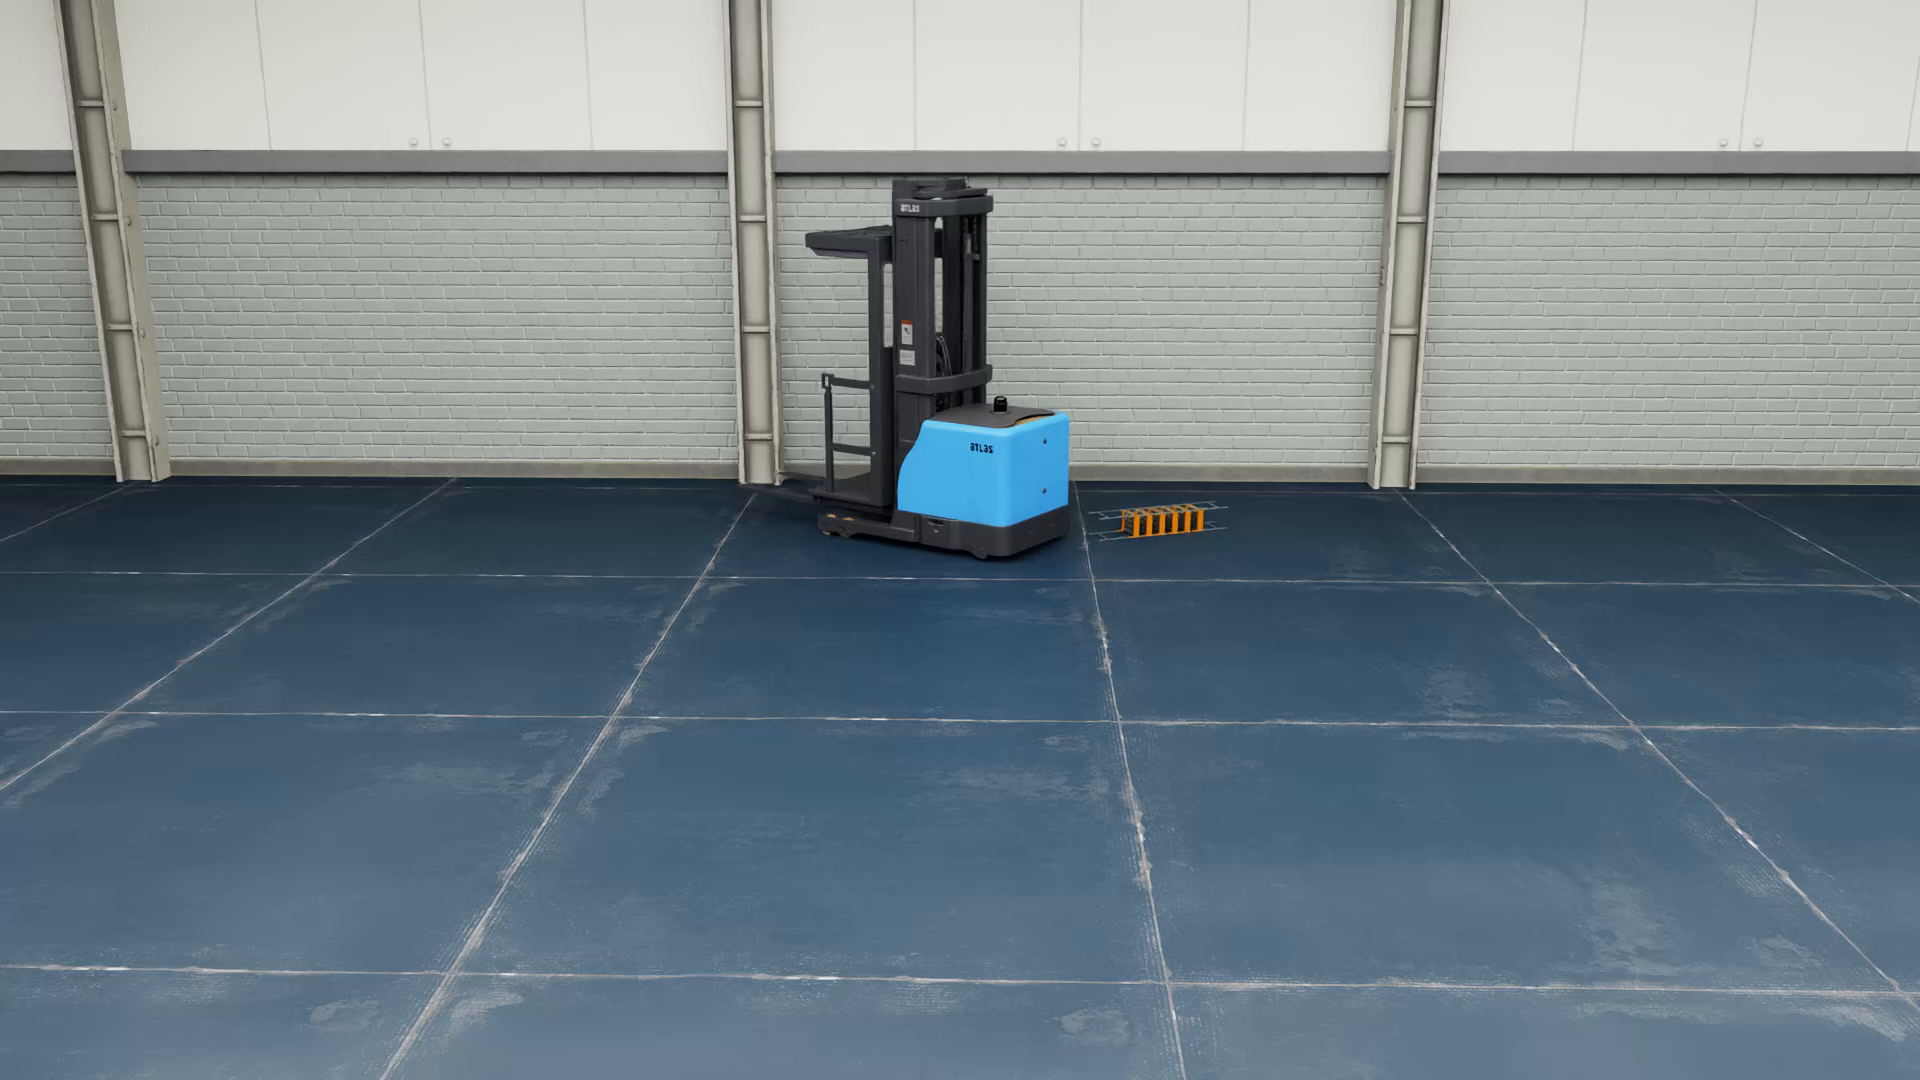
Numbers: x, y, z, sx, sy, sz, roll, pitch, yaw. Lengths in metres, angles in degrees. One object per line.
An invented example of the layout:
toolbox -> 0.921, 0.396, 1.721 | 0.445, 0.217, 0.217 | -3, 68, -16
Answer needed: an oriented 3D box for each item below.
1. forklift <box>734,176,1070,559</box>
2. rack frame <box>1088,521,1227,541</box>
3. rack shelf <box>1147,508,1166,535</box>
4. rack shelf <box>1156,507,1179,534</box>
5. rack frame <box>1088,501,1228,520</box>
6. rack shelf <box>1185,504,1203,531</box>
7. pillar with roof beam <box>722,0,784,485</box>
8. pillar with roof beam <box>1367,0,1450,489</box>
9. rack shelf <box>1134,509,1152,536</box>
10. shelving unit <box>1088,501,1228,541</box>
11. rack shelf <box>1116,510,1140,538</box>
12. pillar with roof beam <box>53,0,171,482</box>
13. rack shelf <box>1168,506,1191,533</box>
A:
forklift -> -0.588, -1.539, 13.927 | 3.031, 2.935, 1.130 | 10, 18, 34
rack frame -> 1.680, -0.077, 14.110 | 1.200, 0.006, 0.240 | -5, 16, -20
rack shelf -> 1.639, -0.161, 14.071 | 0.103, 0.180, 0.258 | -5, 16, -20
rack shelf -> 1.751, -0.172, 14.112 | 0.103, 0.180, 0.258 | -5, 16, -20
rack frame -> 1.680, -0.254, 14.063 | 1.200, 0.006, 0.240 | -5, 16, -20
rack shelf -> 1.976, -0.193, 14.193 | 0.103, 0.180, 0.258 | -5, 16, -20
pillar with roof beam -> -2.012, -3.814, 10.655 | 0.400, 9.000, 9.100 | 0, 15, 1
pillar with roof beam -> 3.986, -3.775, 10.507 | 0.400, 9.000, 9.100 | 0, 15, 1
rack shelf -> 1.526, -0.150, 14.031 | 0.103, 0.180, 0.258 | -5, 16, -20
shelving unit -> 1.680, -0.165, 14.086 | 1.200, 0.189, 0.258 | -5, 16, -20
rack shelf -> 1.414, -0.140, 13.990 | 0.103, 0.180, 0.258 | -5, 16, -20
pillar with roof beam -> -8.010, -3.853, 10.803 | 0.400, 9.000, 9.100 | 0, 15, 1
rack shelf -> 1.864, -0.183, 14.152 | 0.103, 0.180, 0.258 | -5, 16, -20
